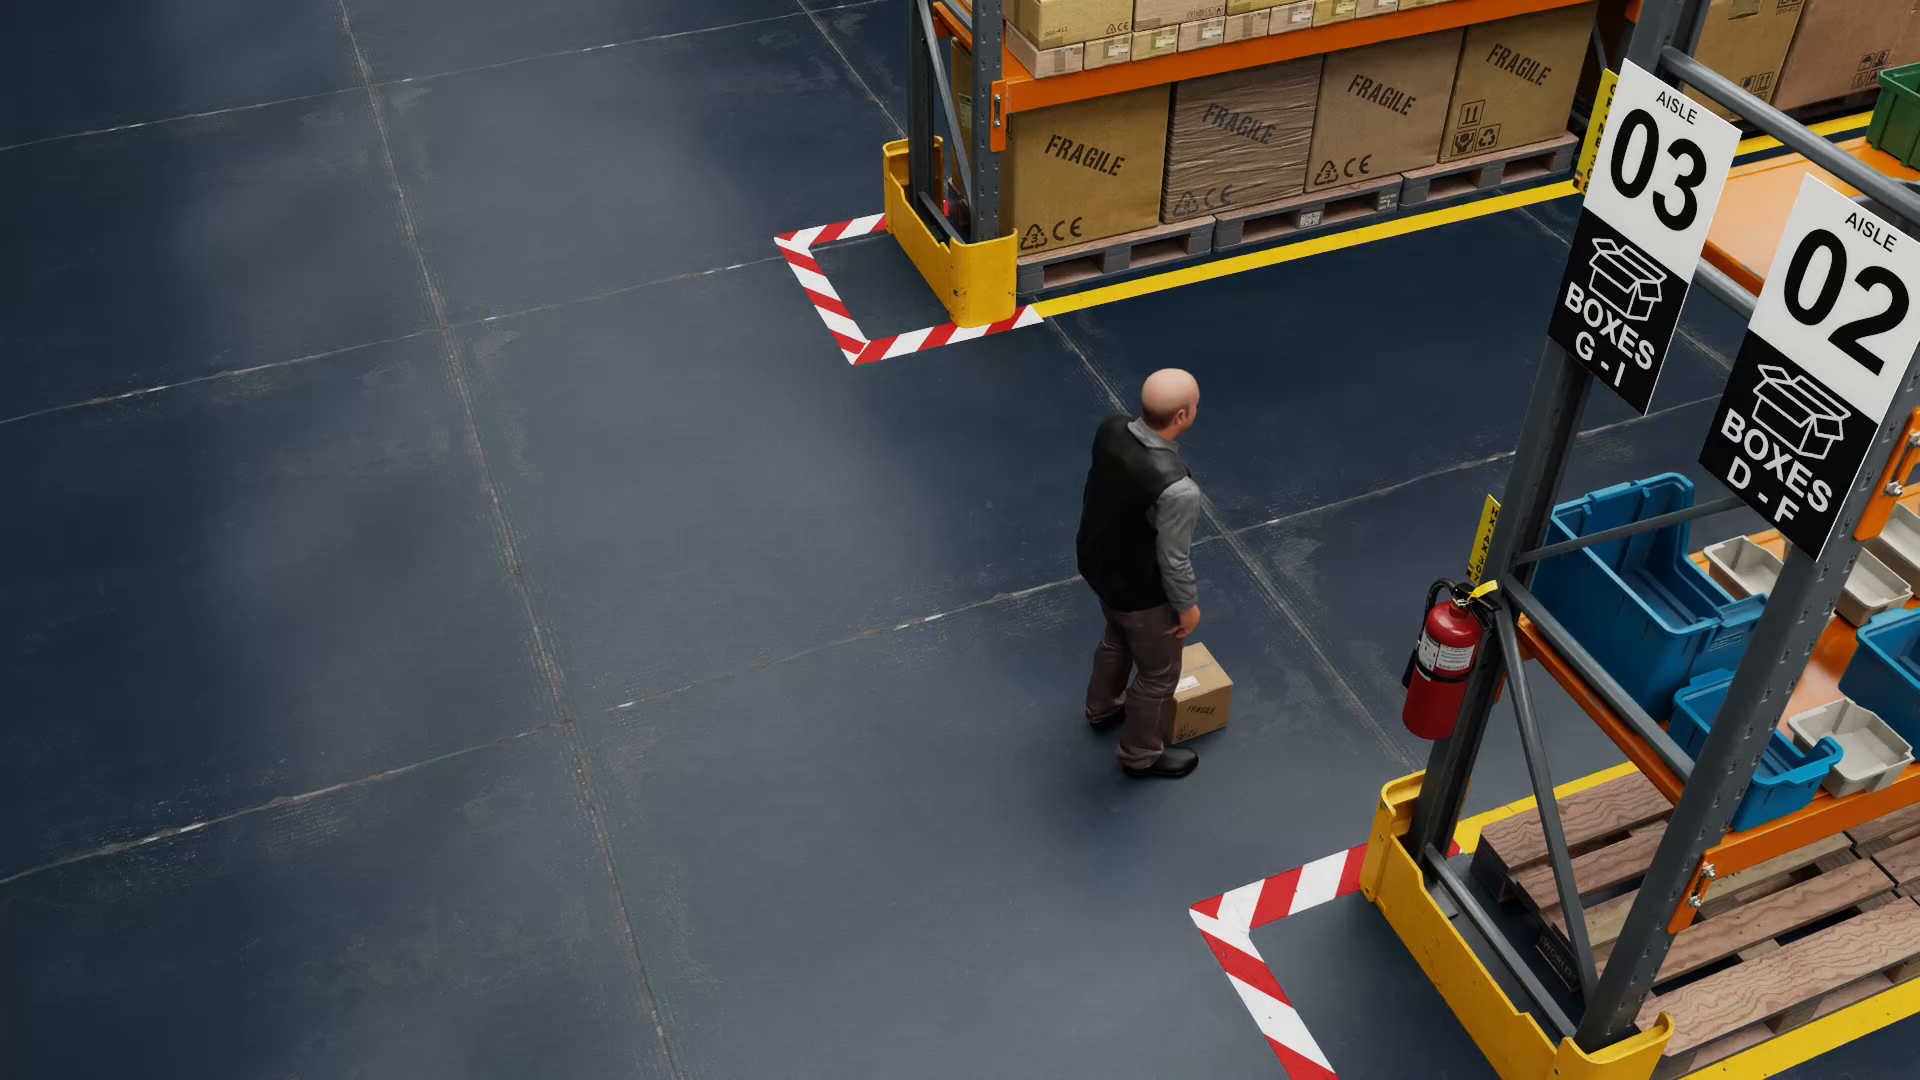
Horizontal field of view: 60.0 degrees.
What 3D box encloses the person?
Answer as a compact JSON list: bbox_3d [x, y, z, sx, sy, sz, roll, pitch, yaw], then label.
[{"bbox_3d":[0.641,0.127,6.033,0.414,1.722,0.594,-18,44,-19],"label":"person"}]
